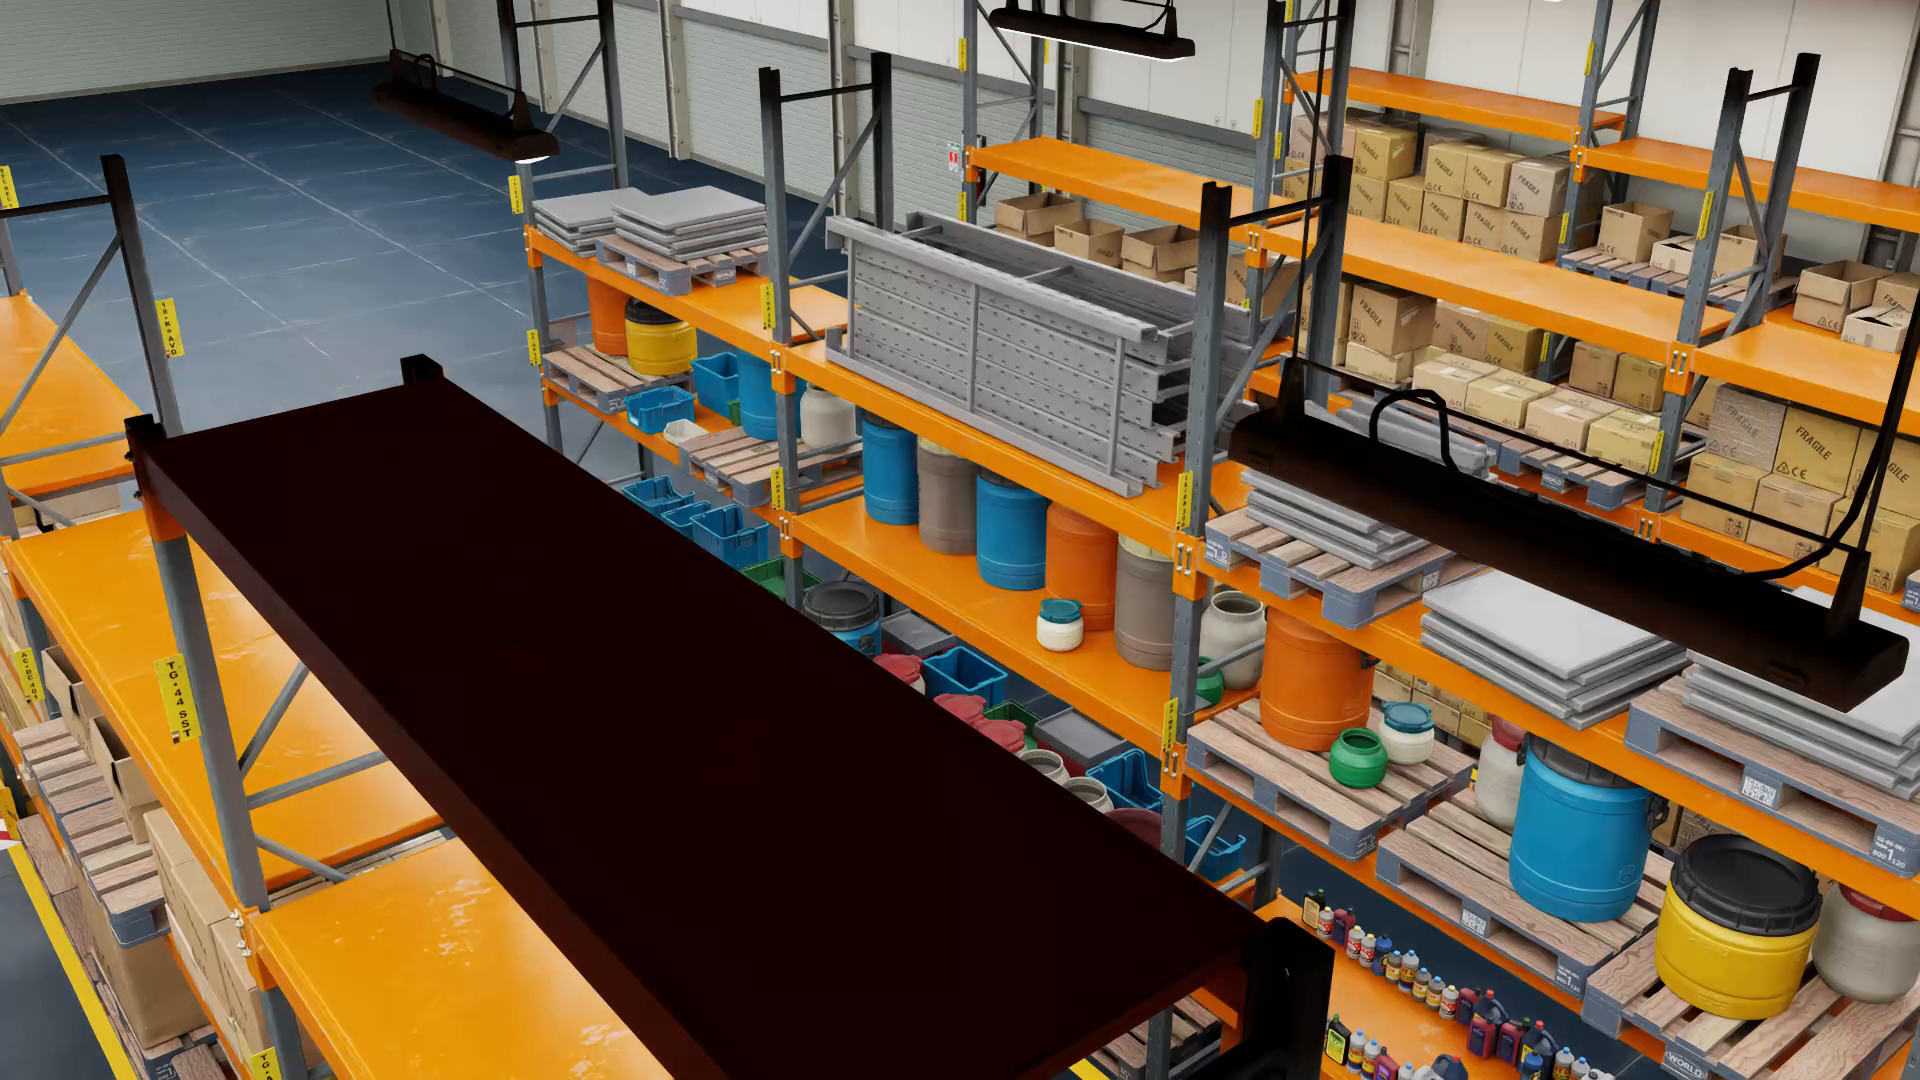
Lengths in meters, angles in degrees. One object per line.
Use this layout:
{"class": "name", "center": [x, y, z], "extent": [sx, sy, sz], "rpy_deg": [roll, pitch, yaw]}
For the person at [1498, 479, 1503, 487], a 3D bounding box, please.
{"class": "person", "center": [5.508, -0.672, 17.668], "extent": [0.543, 1.711, 0.540], "rpy_deg": [-12, 28, -23]}
